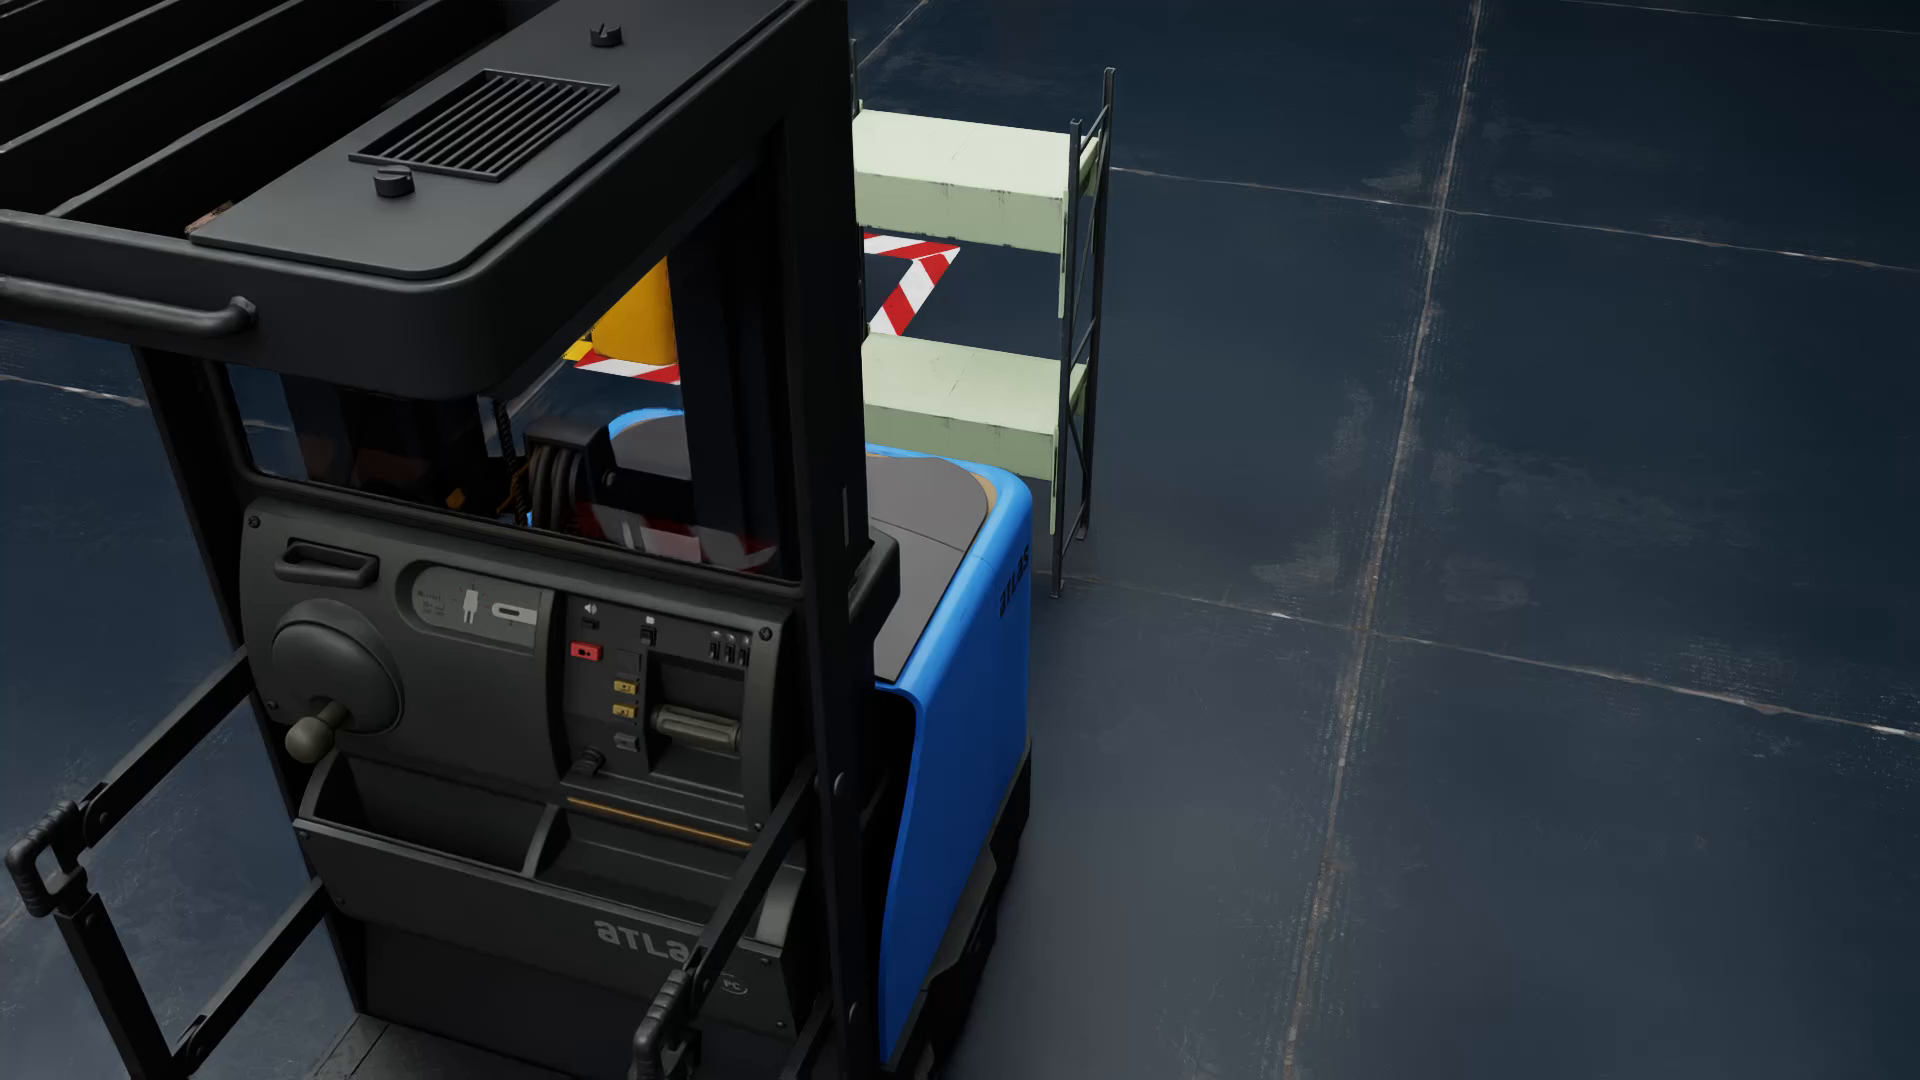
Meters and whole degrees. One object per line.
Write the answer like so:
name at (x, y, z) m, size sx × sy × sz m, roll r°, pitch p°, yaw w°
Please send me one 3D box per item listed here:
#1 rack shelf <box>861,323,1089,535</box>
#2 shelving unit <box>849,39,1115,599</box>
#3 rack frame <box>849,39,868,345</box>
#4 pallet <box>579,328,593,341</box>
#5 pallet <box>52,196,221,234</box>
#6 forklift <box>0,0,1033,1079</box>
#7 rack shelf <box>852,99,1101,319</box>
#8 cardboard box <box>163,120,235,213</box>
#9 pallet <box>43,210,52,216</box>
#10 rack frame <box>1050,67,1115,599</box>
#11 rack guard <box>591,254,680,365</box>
rack shelf at (-0.006, -0.343, 5.000) m, size 0.720 × 0.370 × 0.431 m, roll 10°, pitch 38°, yaw 14°
shelving unit at (-0.006, -0.605, 4.807) m, size 0.755 × 1.500 × 0.431 m, roll 10°, pitch 38°, yaw 14°
rack frame at (-0.356, -0.670, 4.895) m, size 0.023 × 1.500 × 0.400 m, roll 10°, pitch 38°, yaw 14°
pallet at (-1.807, -1.220, 6.730) m, size 1.213 × 0.211 × 1.003 m, roll 10°, pitch 38°, yaw 14°
pallet at (-2.968, -1.437, 7.024) m, size 1.213 × 0.211 × 1.003 m, roll 10°, pitch 38°, yaw 14°
forklift at (-0.772, 0.272, 2.407) m, size 1.130 × 2.935 × 3.031 m, roll 11°, pitch 38°, yaw 15°
rack shelf at (-0.006, -0.919, 4.576) m, size 0.720 × 0.370 × 0.431 m, roll 10°, pitch 38°, yaw 14°
cardboard box at (-2.997, -1.739, 6.817) m, size 0.637 × 0.503 × 0.797 m, roll 10°, pitch 38°, yaw 14°
pallet at (-4.136, -1.651, 7.316) m, size 1.213 × 0.211 × 1.003 m, roll 10°, pitch 38°, yaw 14°
rack frame at (0.343, -0.541, 4.719) m, size 0.023 × 1.500 × 0.400 m, roll 10°, pitch 38°, yaw 14°
rack guard at (-1.046, -1.196, 6.453) m, size 0.348 × 0.500 × 1.175 m, roll 10°, pitch 38°, yaw 14°
